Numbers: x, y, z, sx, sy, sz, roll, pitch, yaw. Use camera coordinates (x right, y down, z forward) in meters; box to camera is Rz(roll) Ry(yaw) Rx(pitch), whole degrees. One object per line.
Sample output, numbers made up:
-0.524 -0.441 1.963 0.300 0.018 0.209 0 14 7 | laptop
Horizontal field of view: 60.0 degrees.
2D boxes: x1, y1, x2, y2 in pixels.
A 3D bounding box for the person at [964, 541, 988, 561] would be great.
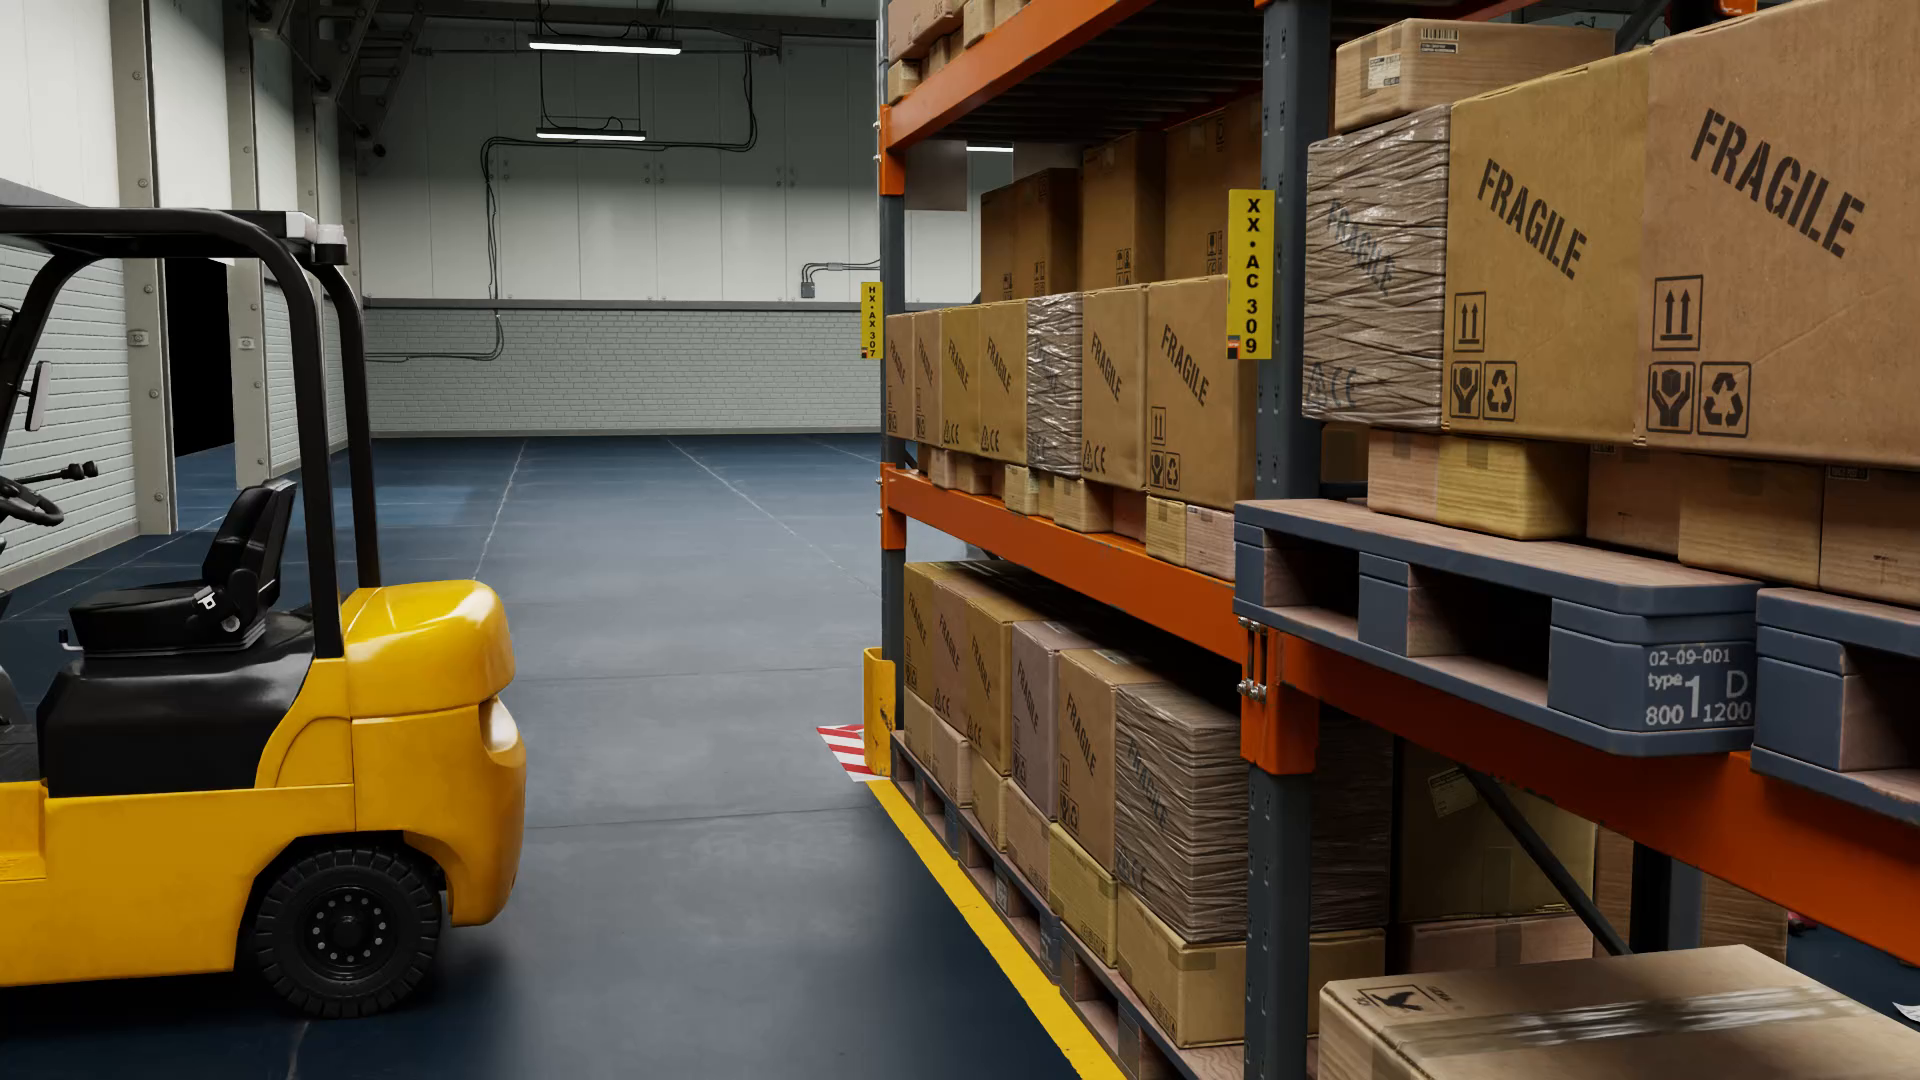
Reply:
0.210 -0.179 10.388 0.561 1.706 0.476 -1 6 -9 | person
